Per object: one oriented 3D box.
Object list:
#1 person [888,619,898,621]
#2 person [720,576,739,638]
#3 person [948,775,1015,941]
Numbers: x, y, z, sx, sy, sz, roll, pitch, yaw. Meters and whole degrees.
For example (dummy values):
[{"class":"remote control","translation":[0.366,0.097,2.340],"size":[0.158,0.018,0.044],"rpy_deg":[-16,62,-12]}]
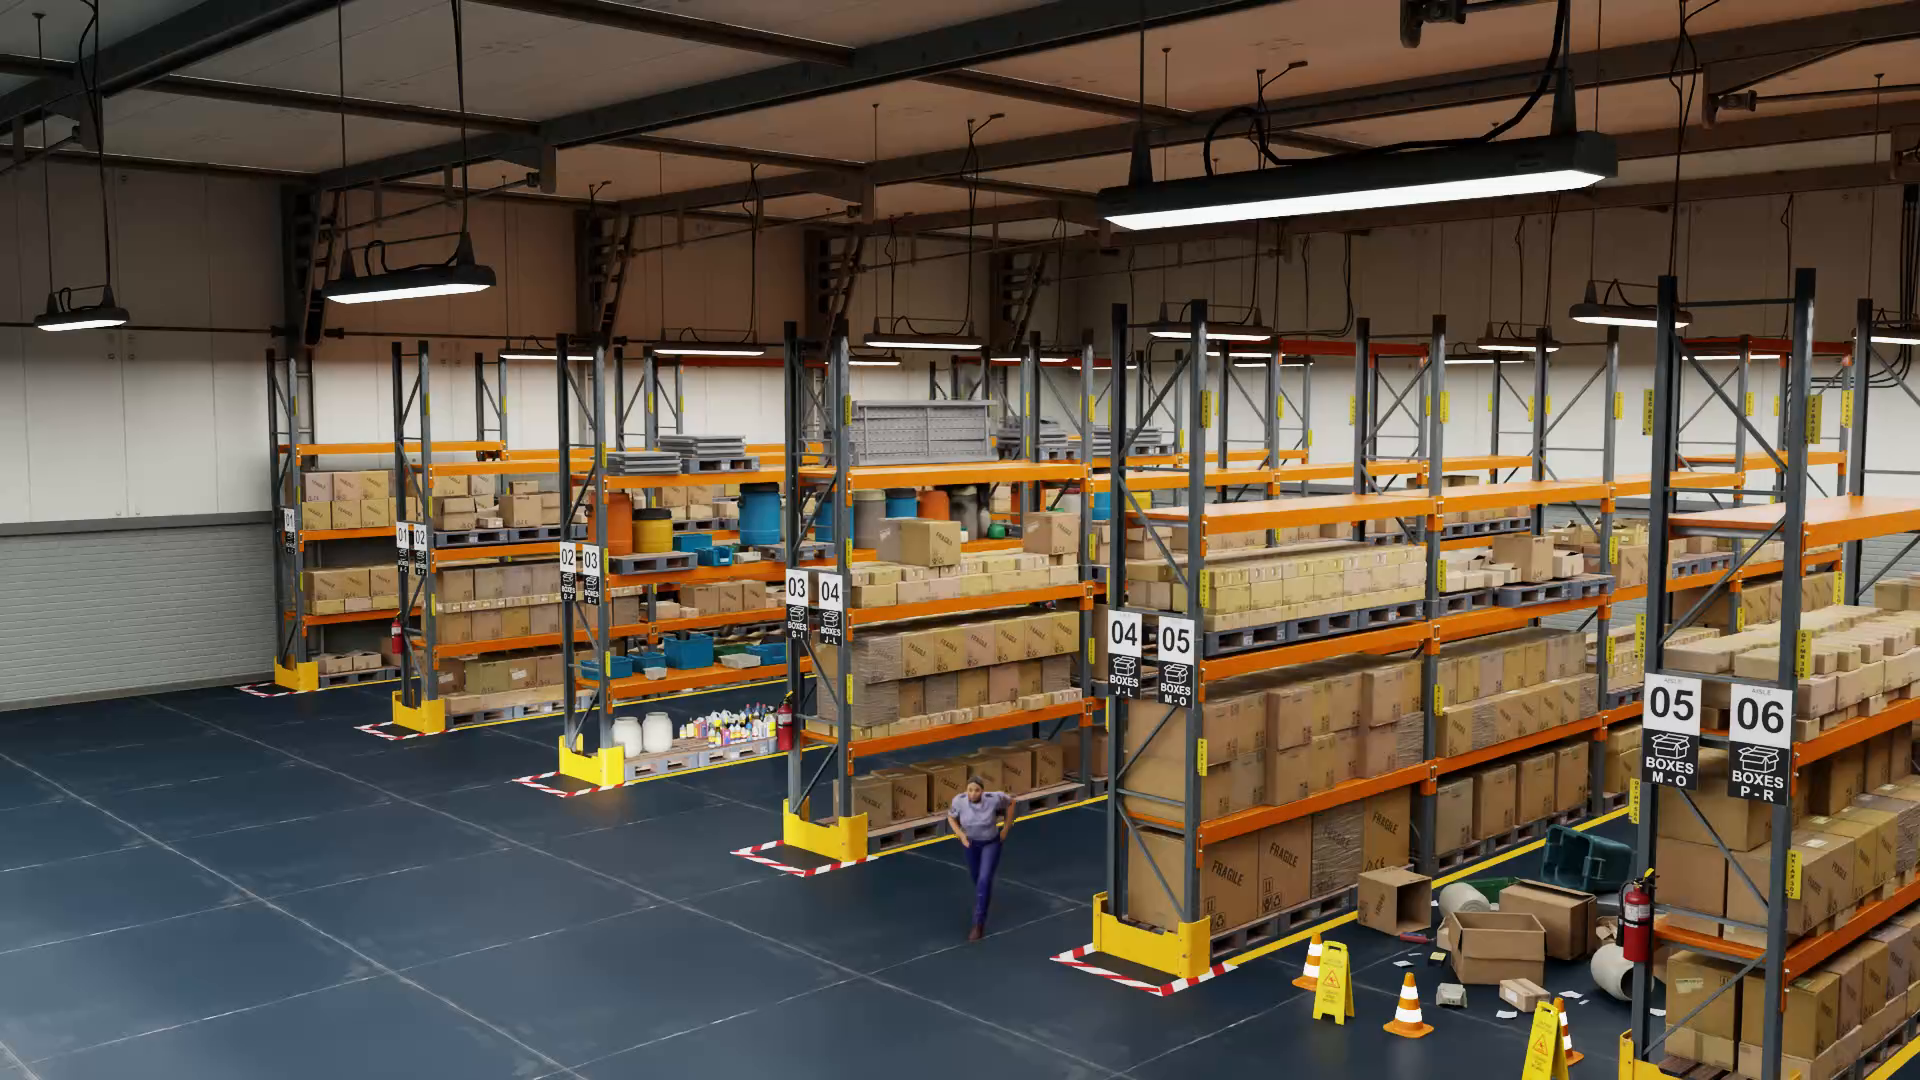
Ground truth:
[{"class":"person","translation":[-1.289,1.759,28.947],"size":[0.663,1.787,0.902],"rpy_deg":[4,7,42]},{"class":"person","translation":[-4.495,1.485,32.864],"size":[0.669,1.681,0.760],"rpy_deg":[4,6,39]},{"class":"person","translation":[0.223,3.008,16.213],"size":[0.646,1.612,0.978],"rpy_deg":[1,5,8]}]
